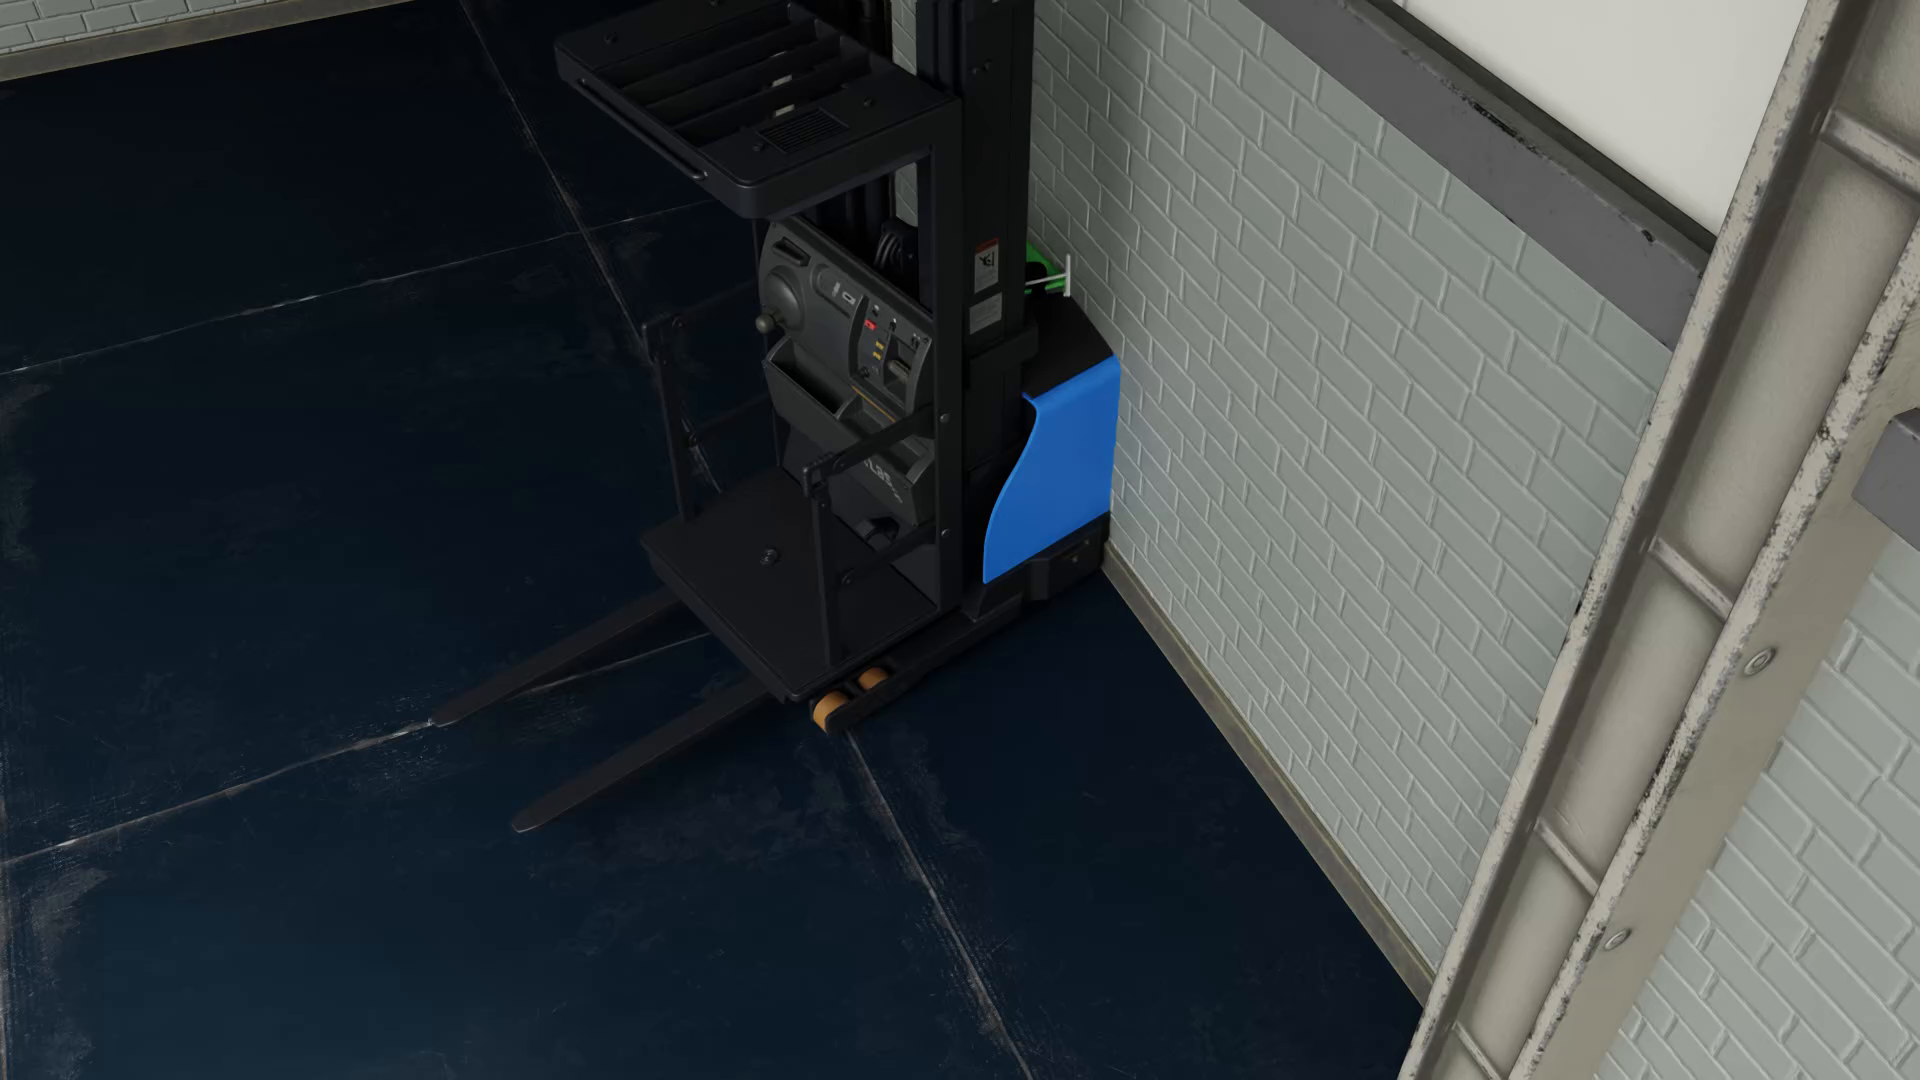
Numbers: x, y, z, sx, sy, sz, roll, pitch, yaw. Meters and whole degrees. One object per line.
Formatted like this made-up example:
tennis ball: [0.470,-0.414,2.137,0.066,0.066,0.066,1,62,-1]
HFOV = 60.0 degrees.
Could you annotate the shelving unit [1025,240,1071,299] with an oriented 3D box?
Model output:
shelving unit: [0.225,-0.740,6.917,0.258,1.200,0.503,-16,41,-18]

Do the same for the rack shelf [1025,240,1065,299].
rack shelf: [0.222,-1.065,6.657,0.258,0.148,0.480,-16,41,-18]

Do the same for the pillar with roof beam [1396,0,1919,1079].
pillar with roof beam: [-2.302,-0.086,0.799,9.100,9.000,0.400,-18,47,-17]

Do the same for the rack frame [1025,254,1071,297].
rack frame: [0.325,-0.601,6.743,0.240,1.200,0.015,-16,41,-18]

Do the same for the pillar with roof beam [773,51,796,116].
pillar with roof beam: [-4.825,-3.910,4.674,9.100,9.000,0.400,-18,47,-17]

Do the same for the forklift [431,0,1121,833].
forklift: [-0.576,-0.723,5.765,3.031,2.935,1.130,-30,52,-27]
